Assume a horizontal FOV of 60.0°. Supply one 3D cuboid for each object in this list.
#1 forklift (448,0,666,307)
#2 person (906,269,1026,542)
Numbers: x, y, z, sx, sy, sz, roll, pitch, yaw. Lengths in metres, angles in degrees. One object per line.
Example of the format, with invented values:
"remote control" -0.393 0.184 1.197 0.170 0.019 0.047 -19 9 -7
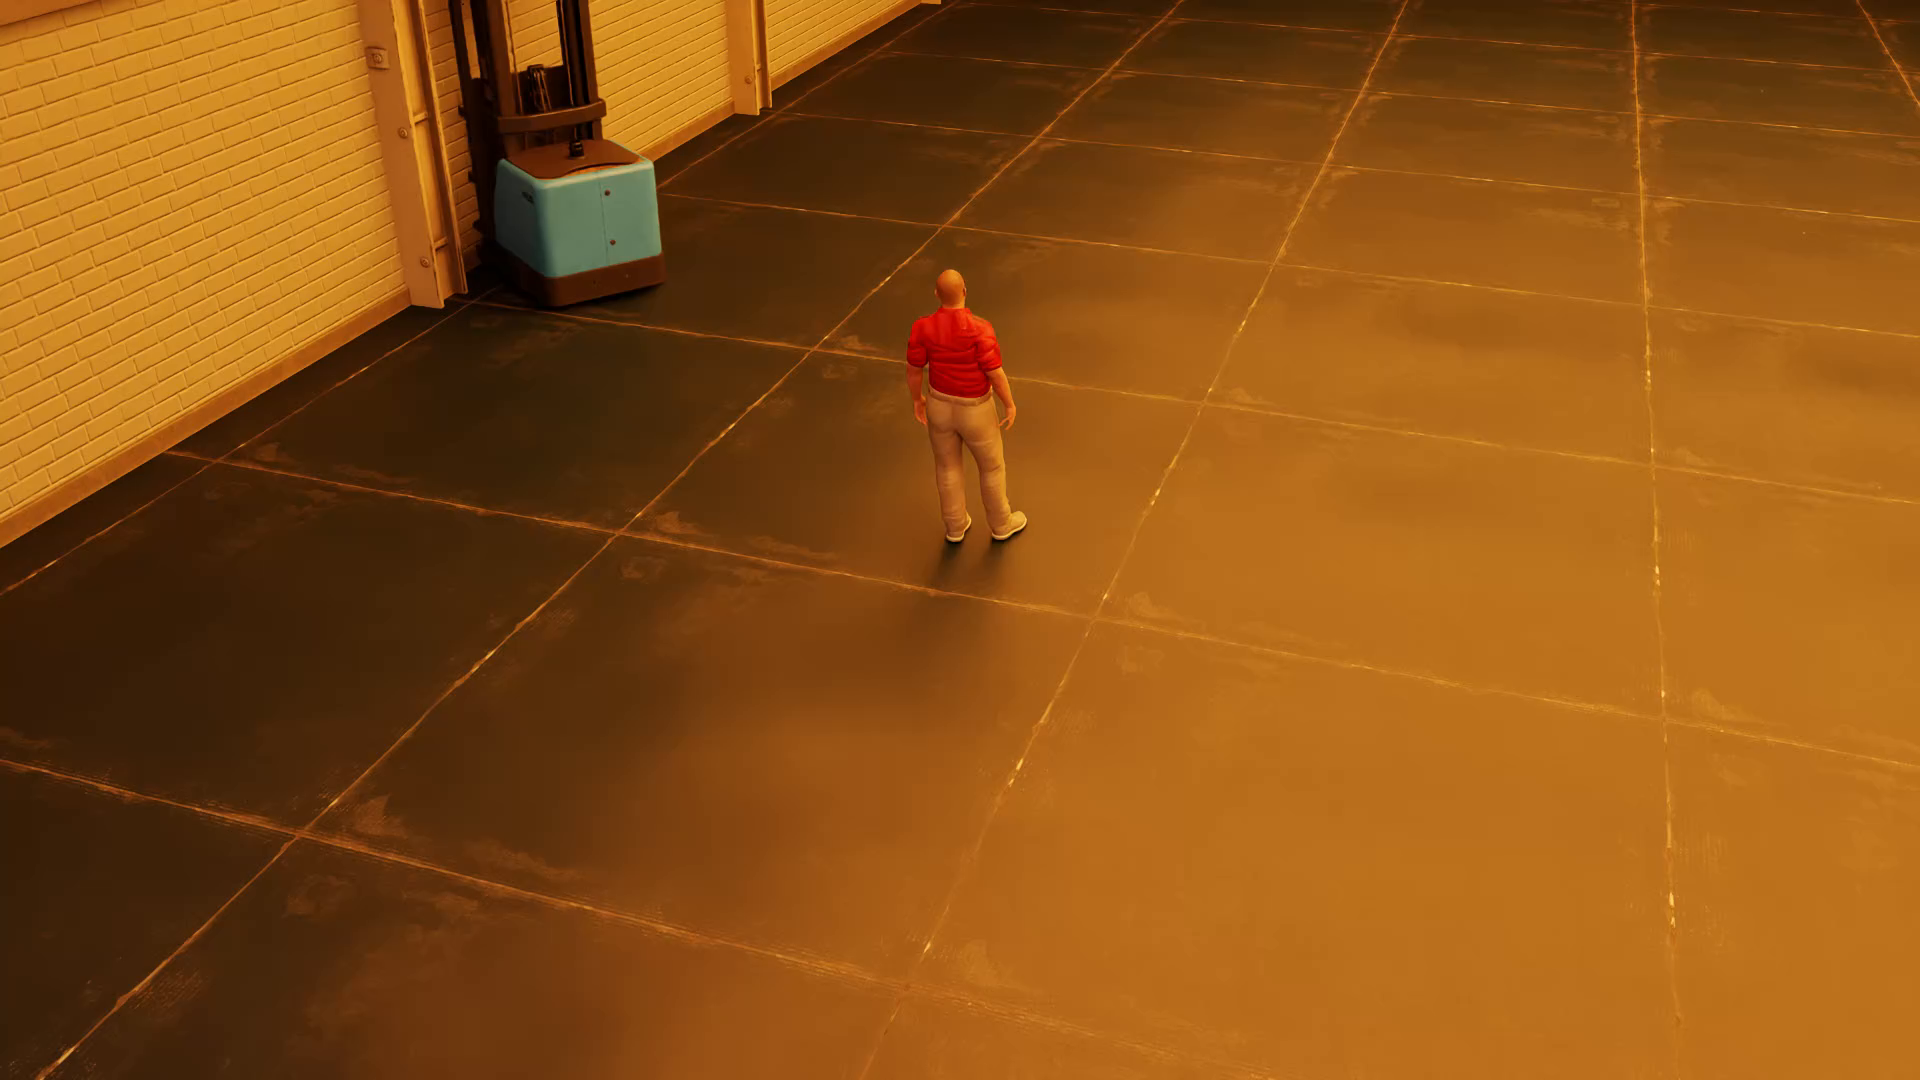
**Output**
"forklift" -3.690 -3.802 13.806 1.130 2.935 3.031 -20 35 -30
"person" 0.041 -0.797 9.735 0.640 1.727 0.551 10 31 16
